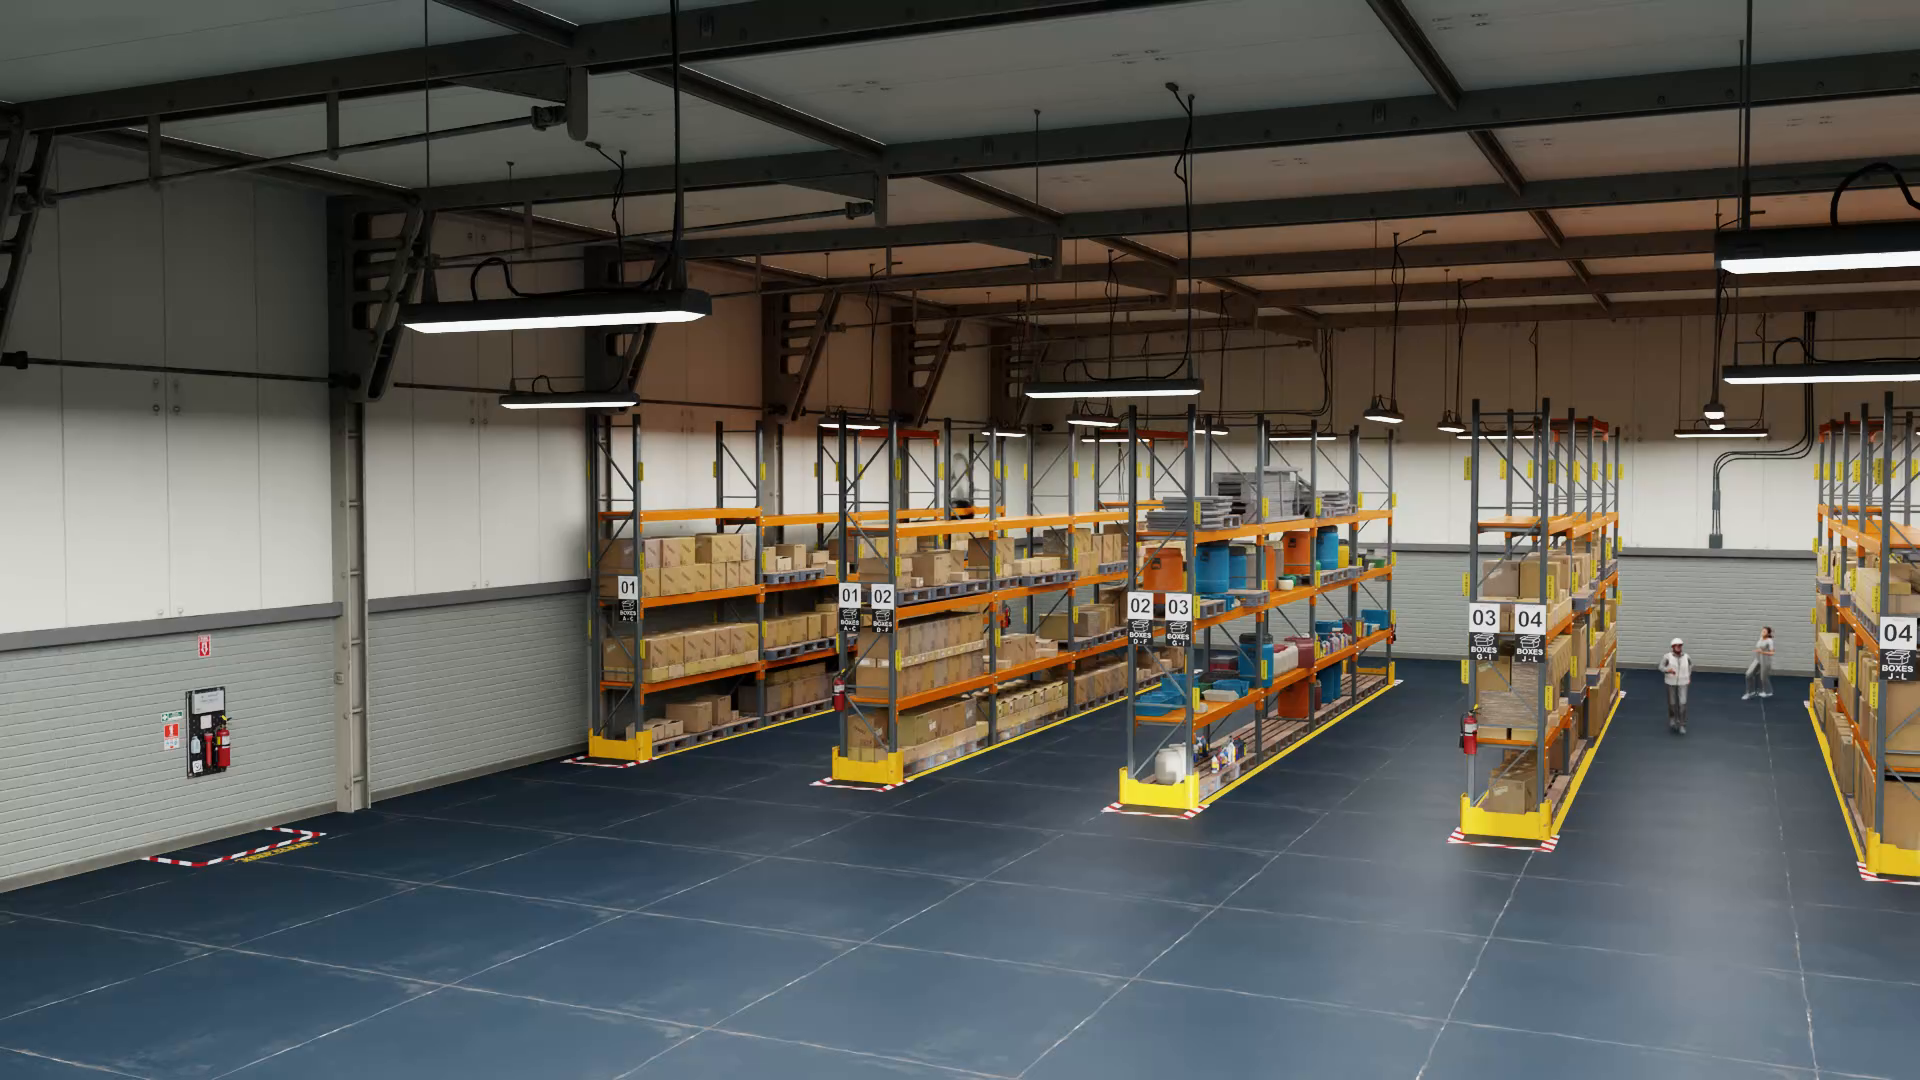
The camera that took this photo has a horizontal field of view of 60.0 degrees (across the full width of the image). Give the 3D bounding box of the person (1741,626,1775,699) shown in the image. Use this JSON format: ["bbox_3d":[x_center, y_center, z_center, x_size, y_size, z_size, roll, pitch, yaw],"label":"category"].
[{"bbox_3d":[17.611,2.700,36.414,0.682,1.659,0.699,-1,2,-19],"label":"person"}]

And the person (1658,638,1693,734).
[{"bbox_3d":[13.824,2.804,32.123,0.643,1.831,0.779,1,2,18],"label":"person"}]
